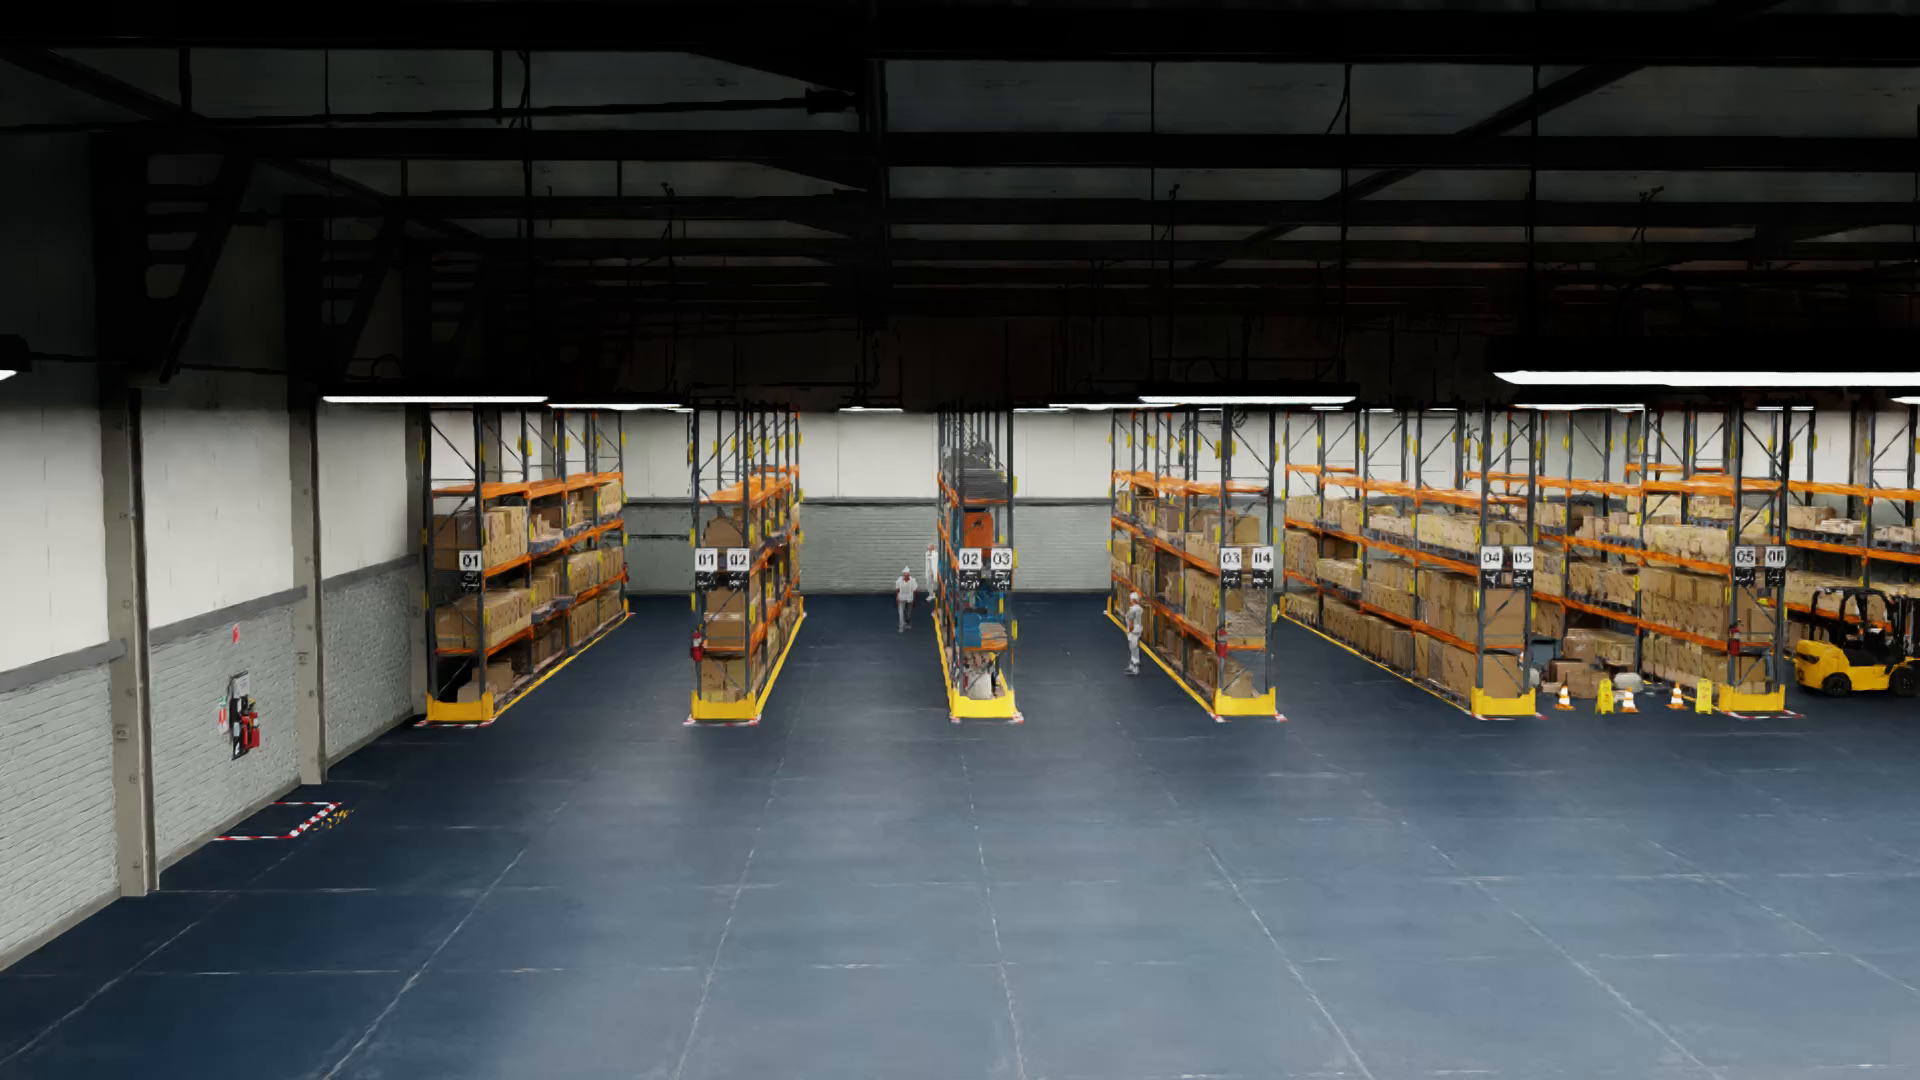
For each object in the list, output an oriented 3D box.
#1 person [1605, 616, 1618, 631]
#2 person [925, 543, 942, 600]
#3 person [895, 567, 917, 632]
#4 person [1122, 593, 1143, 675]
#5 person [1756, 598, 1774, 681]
[{"bbox_3d":[17.116,1.552,43.907,0.556,1.650,0.588,2,5,24],"label":"person"},{"bbox_3d":[-0.789,1.004,51.286,0.611,1.667,0.632,3,5,33],"label":"person"},{"bbox_3d":[-1.404,1.549,43.661,0.577,1.687,1.115,0,4,-4],"label":"person"},{"bbox_3d":[3.767,2.044,36.495,0.490,1.787,0.608,2,5,27],"label":"person"},{"bbox_3d":[17.183,2.116,35.699,0.577,1.763,0.673,2,5,29],"label":"person"}]
